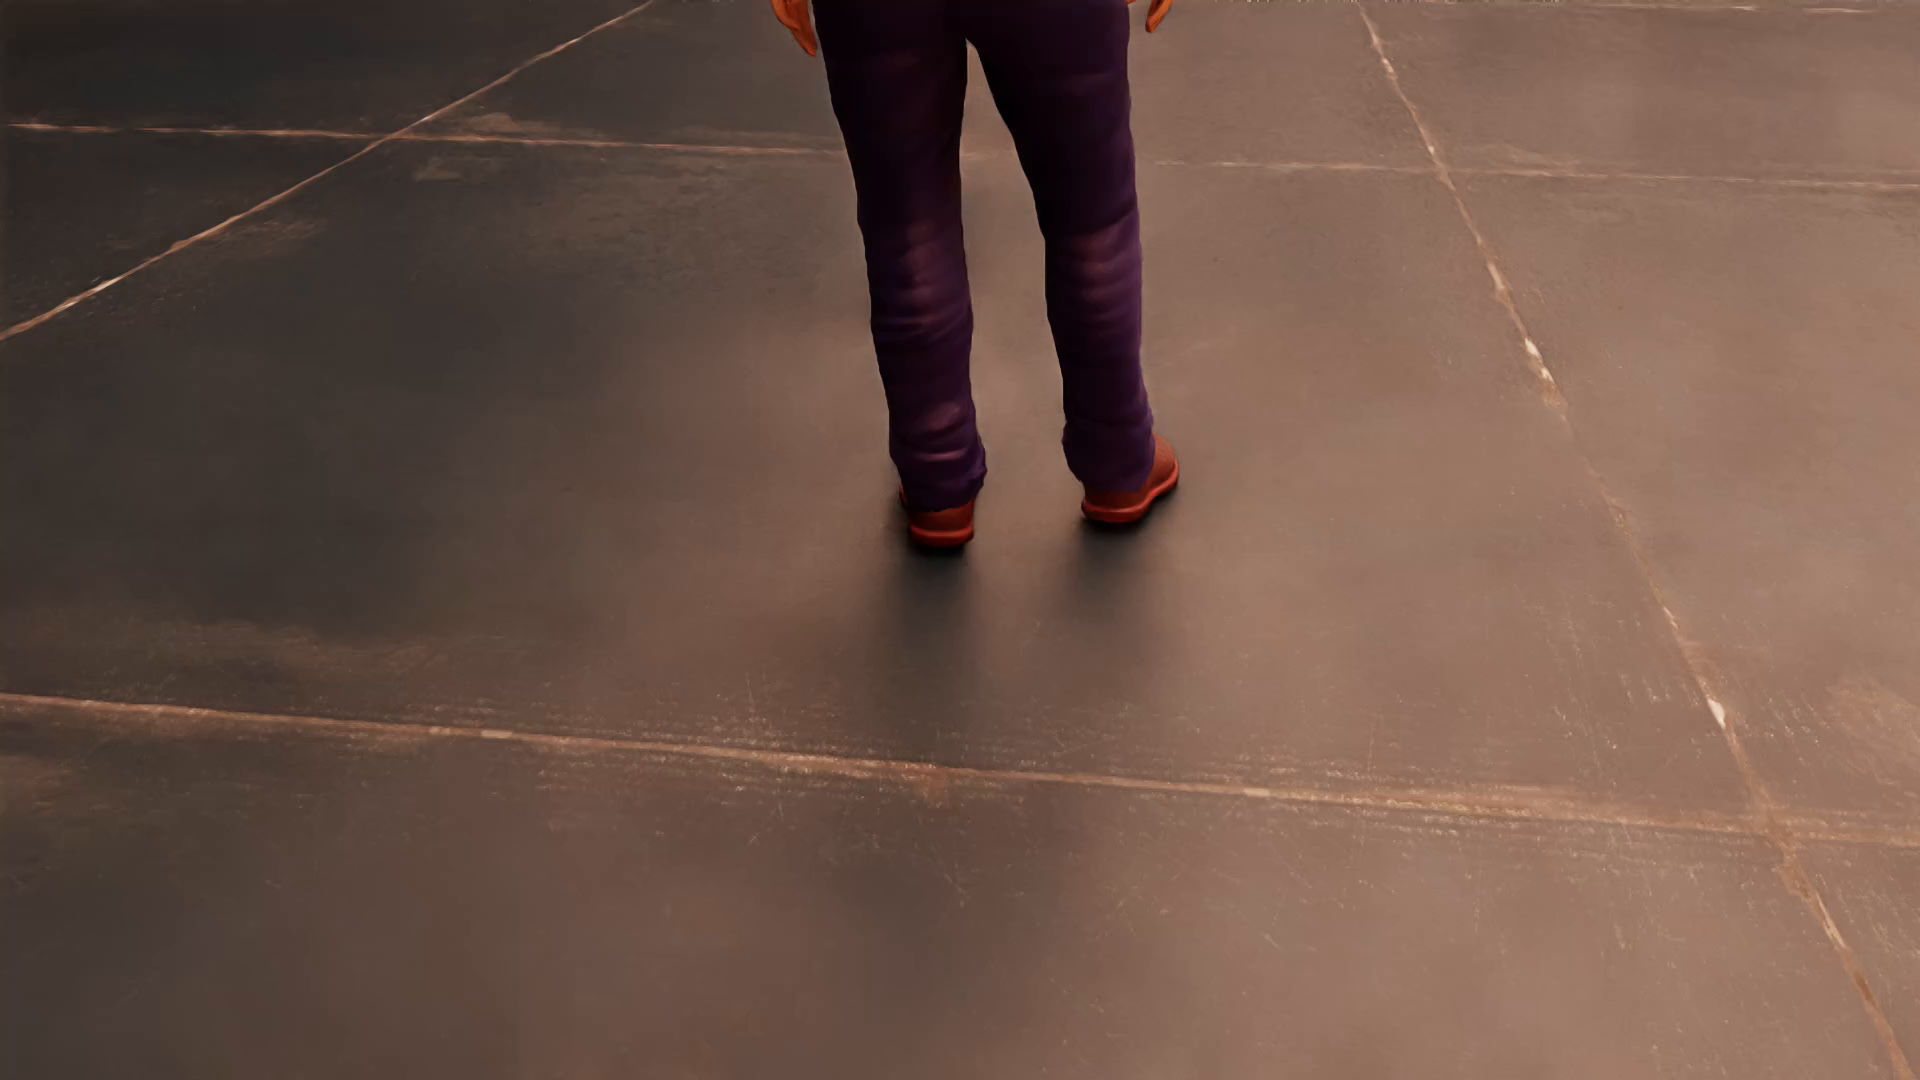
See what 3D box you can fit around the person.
[{"bbox_3d":[0.034,-0.782,2.206,0.599,1.650,0.502,3,27,7],"label":"person"}]
